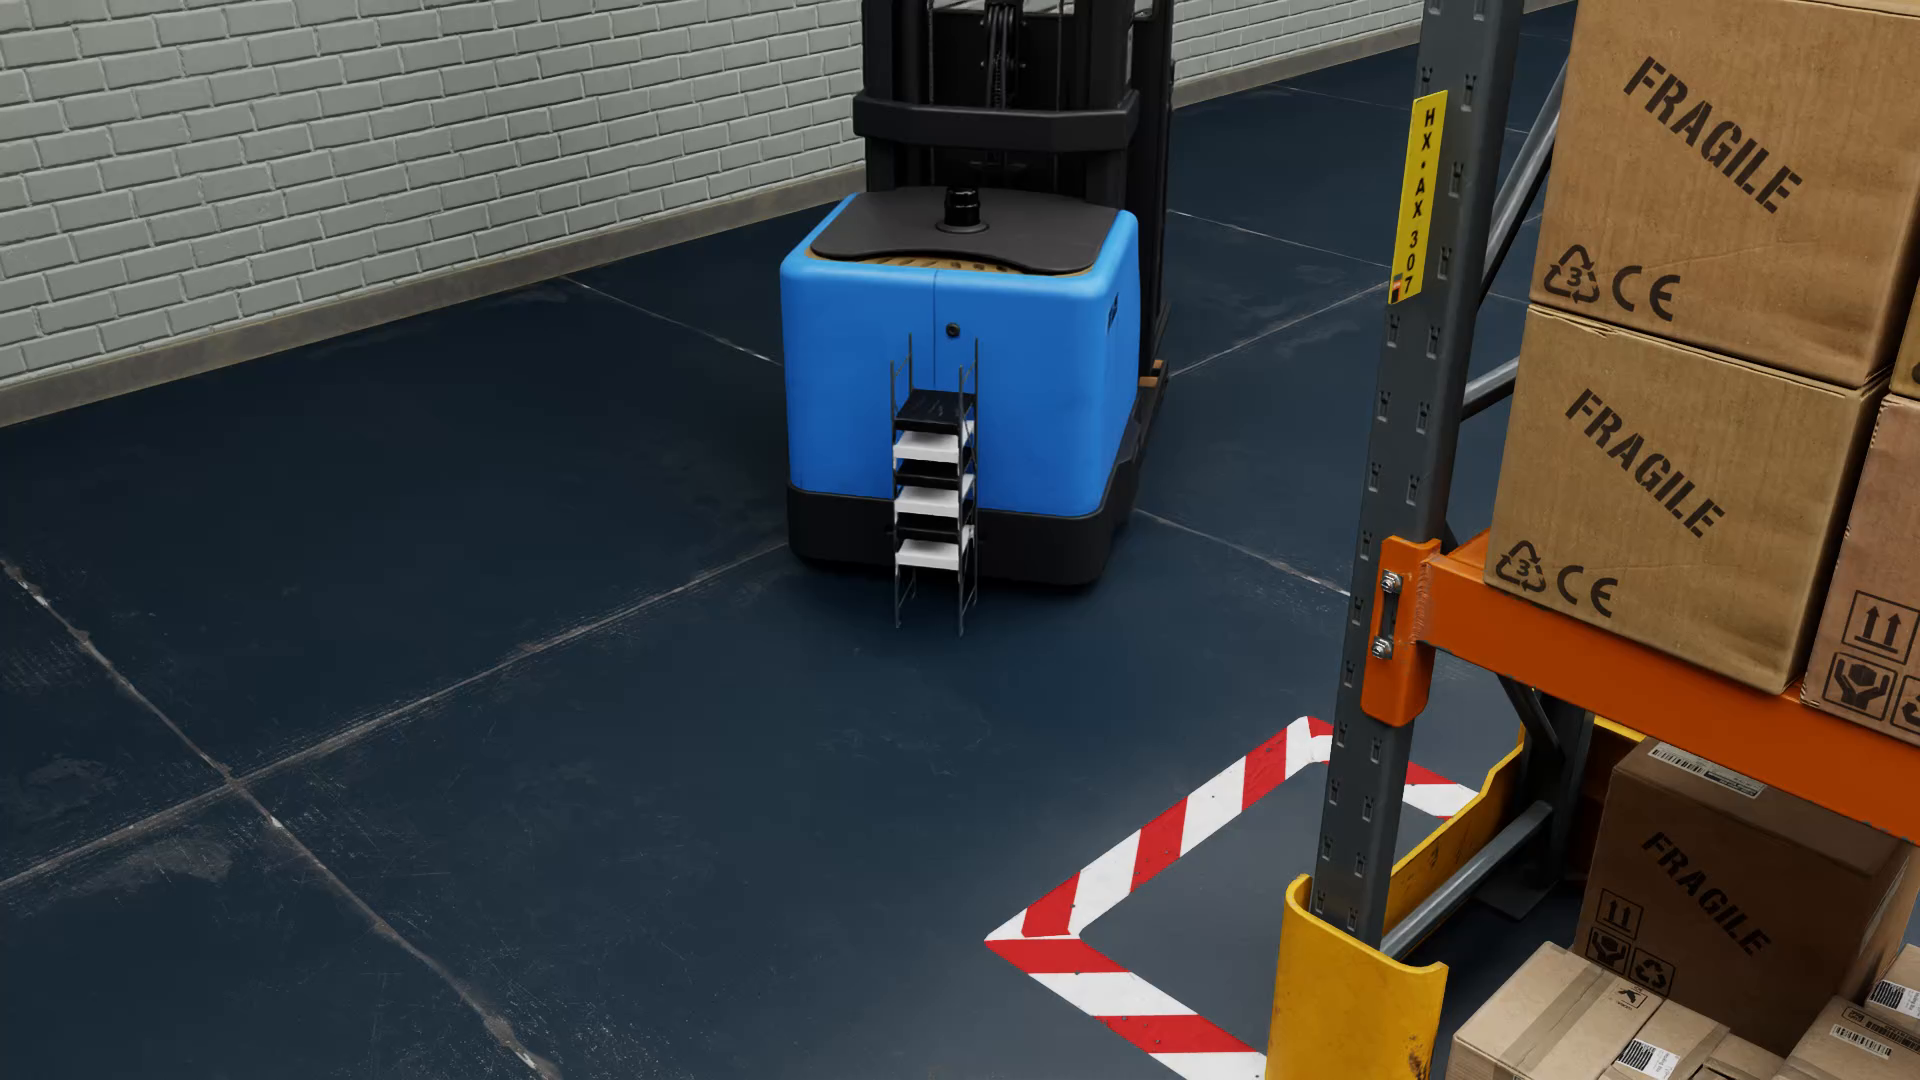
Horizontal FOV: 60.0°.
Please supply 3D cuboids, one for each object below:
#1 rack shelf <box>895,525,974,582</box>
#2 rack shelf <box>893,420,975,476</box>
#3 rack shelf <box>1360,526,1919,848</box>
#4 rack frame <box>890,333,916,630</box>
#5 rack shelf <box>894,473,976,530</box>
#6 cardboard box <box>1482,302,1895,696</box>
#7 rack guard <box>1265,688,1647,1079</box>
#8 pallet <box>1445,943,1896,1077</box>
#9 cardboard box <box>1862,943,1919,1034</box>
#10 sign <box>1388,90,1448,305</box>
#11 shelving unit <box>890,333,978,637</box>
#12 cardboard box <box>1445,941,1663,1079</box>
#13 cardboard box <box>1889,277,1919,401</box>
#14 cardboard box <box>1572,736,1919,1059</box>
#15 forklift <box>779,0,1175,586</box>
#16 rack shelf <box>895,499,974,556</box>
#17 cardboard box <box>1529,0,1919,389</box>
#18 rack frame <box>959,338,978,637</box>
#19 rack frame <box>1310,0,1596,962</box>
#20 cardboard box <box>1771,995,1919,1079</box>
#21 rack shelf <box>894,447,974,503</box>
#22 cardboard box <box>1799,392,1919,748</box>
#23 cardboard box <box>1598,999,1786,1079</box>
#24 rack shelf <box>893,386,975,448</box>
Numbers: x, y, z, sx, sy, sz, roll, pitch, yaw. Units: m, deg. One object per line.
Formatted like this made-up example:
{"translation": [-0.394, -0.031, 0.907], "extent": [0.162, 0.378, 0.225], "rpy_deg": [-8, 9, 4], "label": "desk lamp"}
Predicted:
{"translation": [-0.073, 0.029, 5.187], "extent": [0.200, 0.077, 0.258], "rpy_deg": [6, 28, 11], "label": "rack shelf"}
{"translation": [-0.073, -0.290, 5.019], "extent": [0.200, 0.077, 0.258], "rpy_deg": [6, 28, 11], "label": "rack shelf"}
{"translation": [2.528, 0.638, 2.087], "extent": [4.000, 0.370, 1.077], "rpy_deg": [25, 36, 38], "label": "rack shelf"}
{"translation": [-0.172, -0.170, 5.107], "extent": [0.006, 0.900, 0.240], "rpy_deg": [6, 28, 11], "label": "rack frame"}
{"translation": [-0.073, -0.131, 5.103], "extent": [0.200, 0.077, 0.258], "rpy_deg": [6, 28, 11], "label": "rack shelf"}
{"translation": [1.233, -0.145, 2.696], "extent": [0.500, 0.500, 0.500], "rpy_deg": [-24, 36, -38], "label": "cardboard box"}
{"translation": [1.156, 0.798, 3.695], "extent": [0.348, 0.500, 1.175], "rpy_deg": [25, 36, 38], "label": "rack guard"}
{"translation": [1.725, 1.186, 3.269], "extent": [1.213, 0.211, 1.003], "rpy_deg": [25, 36, 38], "label": "pallet"}
{"translation": [1.888, 0.984, 3.228], "extent": [0.250, 0.166, 0.380], "rpy_deg": [25, 36, 38], "label": "cardboard box"}
{"translation": [0.722, -0.536, 2.617], "extent": [0.005, 0.325, 0.100], "rpy_deg": [25, 36, 38], "label": "sign"}
{"translation": [-0.073, -0.160, 5.087], "extent": [0.210, 0.900, 0.258], "rpy_deg": [6, 28, 11], "label": "shelving unit"}
{"translation": [1.159, 0.985, 3.245], "extent": [0.250, 0.149, 0.380], "rpy_deg": [25, 36, 38], "label": "cardboard box"}
{"translation": [1.611, -0.420, 2.143], "extent": [0.500, 0.500, 0.500], "rpy_deg": [-25, 37, -39], "label": "cardboard box"}
{"translation": [1.662, 0.674, 3.458], "extent": [0.500, 0.500, 0.500], "rpy_deg": [25, 36, 38], "label": "cardboard box"}
{"translation": [0.249, -1.818, 6.059], "extent": [1.130, 2.935, 3.031], "rpy_deg": [6, 28, 11], "label": "forklift"}
{"translation": [-0.073, -0.051, 5.145], "extent": [0.200, 0.077, 0.258], "rpy_deg": [6, 28, 11], "label": "rack shelf"}
{"translation": [1.233, -0.588, 2.463], "extent": [0.500, 0.500, 0.500], "rpy_deg": [-24, 36, -38], "label": "cardboard box"}
{"translation": [0.026, -0.150, 5.068], "extent": [0.006, 0.900, 0.240], "rpy_deg": [6, 28, 11], "label": "rack frame"}
{"translation": [1.102, -0.333, 3.161], "extent": [0.127, 3.000, 1.000], "rpy_deg": [25, 36, 38], "label": "rack frame"}
{"translation": [1.647, 1.124, 2.872], "extent": [0.500, 0.250, 0.500], "rpy_deg": [25, 36, 38], "label": "cardboard box"}
{"translation": [-0.073, -0.210, 5.061], "extent": [0.200, 0.077, 0.258], "rpy_deg": [6, 28, 11], "label": "rack shelf"}
{"translation": [1.605, 0.021, 2.379], "extent": [0.500, 0.500, 0.500], "rpy_deg": [24, 36, 38], "label": "cardboard box"}
{"translation": [1.338, 1.058, 3.086], "extent": [0.250, 0.166, 0.380], "rpy_deg": [25, 36, 38], "label": "cardboard box"}
{"translation": [-0.073, -0.369, 4.977], "extent": [0.200, 0.077, 0.258], "rpy_deg": [6, 28, 11], "label": "rack shelf"}
